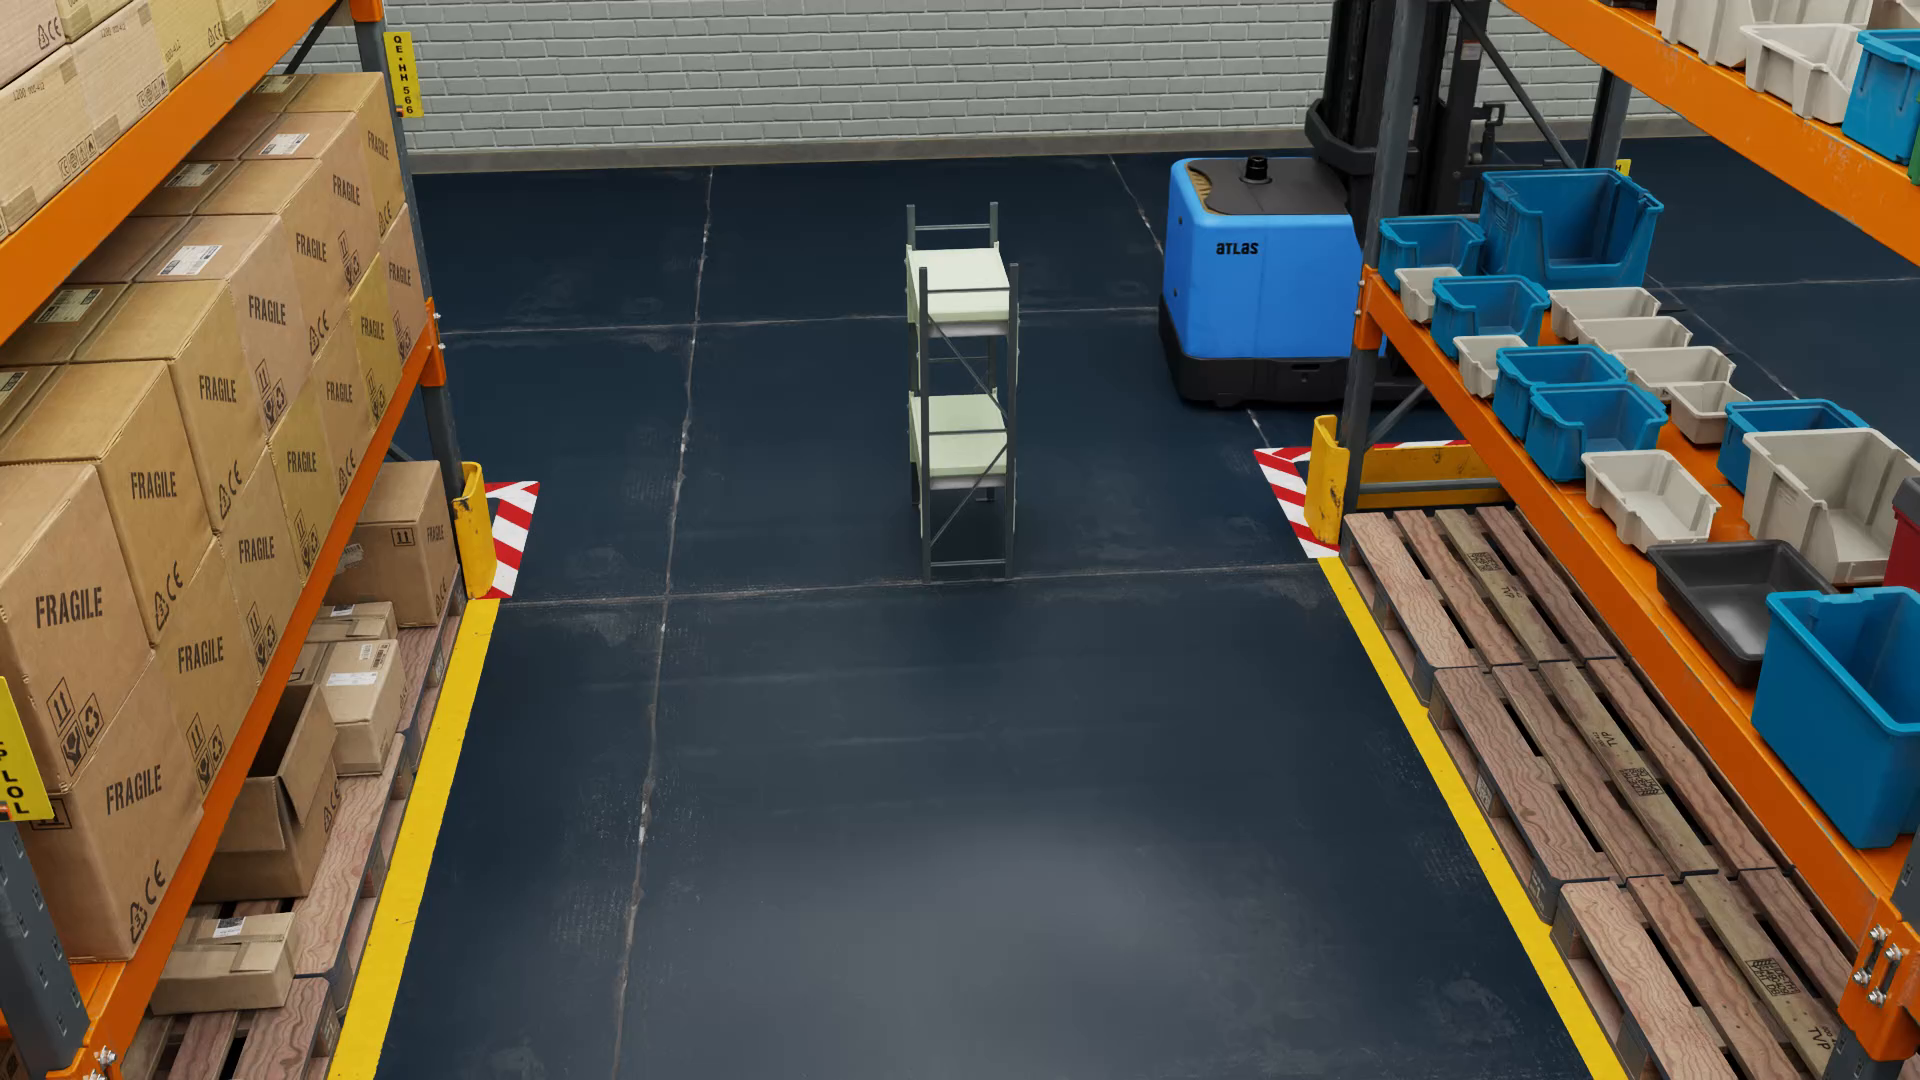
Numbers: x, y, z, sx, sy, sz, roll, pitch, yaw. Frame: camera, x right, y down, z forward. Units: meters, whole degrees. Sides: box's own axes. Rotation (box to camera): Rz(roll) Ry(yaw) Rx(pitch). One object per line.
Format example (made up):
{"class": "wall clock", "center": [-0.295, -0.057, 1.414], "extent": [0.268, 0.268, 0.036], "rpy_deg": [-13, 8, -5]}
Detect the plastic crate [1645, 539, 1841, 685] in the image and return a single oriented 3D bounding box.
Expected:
{"class": "plastic crate", "center": [2.251, 0.210, 4.682], "extent": [0.437, 0.125, 0.590], "rpy_deg": [-3, 31, -5]}

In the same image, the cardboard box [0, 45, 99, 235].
{"class": "cardboard box", "center": [-2.151, -0.827, 3.430], "extent": [0.500, 0.250, 0.500], "rpy_deg": [-3, 31, -5]}

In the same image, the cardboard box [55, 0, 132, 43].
{"class": "cardboard box", "center": [-2.191, -1.297, 3.730], "extent": [0.500, 0.250, 0.500], "rpy_deg": [-3, 31, -5]}

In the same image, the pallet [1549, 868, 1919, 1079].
{"class": "pallet", "center": [2.515, 1.500, 5.032], "extent": [1.003, 0.211, 1.213], "rpy_deg": [-3, 31, -5]}

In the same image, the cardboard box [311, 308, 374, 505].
{"class": "cardboard box", "center": [-2.277, -0.438, 5.460], "extent": [0.500, 0.500, 0.500], "rpy_deg": [-3, 31, -4]}

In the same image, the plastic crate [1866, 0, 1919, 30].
{"class": "plastic crate", "center": [2.689, -1.497, 4.663], "extent": [0.437, 0.136, 0.530], "rpy_deg": [-3, 31, -5]}

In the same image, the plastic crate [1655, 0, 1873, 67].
{"class": "plastic crate", "center": [2.149, -1.456, 4.453], "extent": [0.437, 0.282, 0.530], "rpy_deg": [-3, 31, -5]}

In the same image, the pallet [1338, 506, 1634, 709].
{"class": "pallet", "center": [2.287, 0.254, 7.118], "extent": [1.003, 0.211, 1.213], "rpy_deg": [-3, 31, -5]}

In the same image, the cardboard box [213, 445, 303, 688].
{"class": "cardboard box", "center": [-2.181, 0.079, 4.595], "extent": [0.500, 0.500, 0.500], "rpy_deg": [-3, 31, -5]}

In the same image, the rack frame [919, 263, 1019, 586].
{"class": "rack frame", "center": [0.035, -0.454, 7.047], "extent": [0.400, 1.500, 0.023], "rpy_deg": [-3, 31, -5]}

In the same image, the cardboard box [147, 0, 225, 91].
{"class": "cardboard box", "center": [-2.247, -1.337, 4.285], "extent": [0.500, 0.250, 0.500], "rpy_deg": [-3, 31, -5]}

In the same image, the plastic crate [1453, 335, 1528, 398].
{"class": "plastic crate", "center": [1.955, -0.622, 6.065], "extent": [0.250, 0.136, 0.298], "rpy_deg": [-3, 31, -5]}

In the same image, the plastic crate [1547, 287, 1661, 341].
{"class": "plastic crate", "center": [2.505, -0.870, 6.481], "extent": [0.396, 0.136, 0.243], "rpy_deg": [-3, 31, -5]}

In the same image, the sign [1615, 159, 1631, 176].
{"class": "sign", "center": [2.795, -1.470, 7.127], "extent": [0.100, 0.325, 0.005], "rpy_deg": [-3, 31, -5]}

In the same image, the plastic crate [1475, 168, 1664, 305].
{"class": "plastic crate", "center": [2.466, -1.244, 6.815], "extent": [0.616, 0.435, 0.499], "rpy_deg": [-3, 31, -5]}

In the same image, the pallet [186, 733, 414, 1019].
{"class": "pallet", "center": [-2.490, 1.134, 5.645], "extent": [1.003, 0.211, 1.213], "rpy_deg": [-3, 31, -5]}

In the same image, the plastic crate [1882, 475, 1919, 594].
{"class": "plastic crate", "center": [2.789, 0.156, 4.444], "extent": [0.402, 0.464, 0.583], "rpy_deg": [-3, 31, -5]}

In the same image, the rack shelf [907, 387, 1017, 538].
{"class": "rack shelf", "center": [0.001, -0.361, 7.527], "extent": [0.431, 0.370, 0.720], "rpy_deg": [-3, 31, -5]}

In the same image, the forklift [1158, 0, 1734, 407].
{"class": "forklift", "center": [2.676, -2.228, 8.621], "extent": [3.031, 2.935, 1.130], "rpy_deg": [-1, 31, -1]}

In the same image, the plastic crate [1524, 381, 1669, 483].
{"class": "plastic crate", "center": [2.095, -0.352, 5.519], "extent": [0.416, 0.233, 0.300], "rpy_deg": [-3, 31, -5]}

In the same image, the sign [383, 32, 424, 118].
{"class": "sign", "center": [-2.129, -1.779, 6.366], "extent": [0.100, 0.325, 0.005], "rpy_deg": [-3, 31, -5]}

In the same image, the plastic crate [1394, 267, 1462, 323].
{"class": "plastic crate", "center": [1.892, -0.969, 6.645], "extent": [0.250, 0.136, 0.298], "rpy_deg": [-3, 31, -5]}

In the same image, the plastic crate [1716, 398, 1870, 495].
{"class": "plastic crate", "center": [2.696, -0.283, 5.404], "extent": [0.416, 0.233, 0.300], "rpy_deg": [-3, 31, -5]}

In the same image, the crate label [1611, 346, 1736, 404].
{"class": "crate label", "center": [2.568, -0.581, 5.996], "extent": [0.396, 0.136, 0.243], "rpy_deg": [-3, 31, -5]}

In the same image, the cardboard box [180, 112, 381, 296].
{"class": "cardboard box", "center": [-2.320, -1.130, 5.645], "extent": [0.500, 0.500, 0.500], "rpy_deg": [-2, 31, -3]}

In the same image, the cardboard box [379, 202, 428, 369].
{"class": "cardboard box", "center": [-2.370, -0.957, 6.330], "extent": [0.500, 0.500, 0.500], "rpy_deg": [-2, 31, -3]}

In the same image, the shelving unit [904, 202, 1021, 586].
{"class": "shelving unit", "center": [0.001, -0.640, 7.360], "extent": [0.431, 1.500, 0.755], "rpy_deg": [-3, 31, -5]}

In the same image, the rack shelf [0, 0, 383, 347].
{"class": "rack shelf", "center": [-2.496, -1.088, 4.423], "extent": [1.077, 0.370, 4.000], "rpy_deg": [-3, 31, -5]}

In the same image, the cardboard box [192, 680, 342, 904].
{"class": "cardboard box", "center": [-2.490, 0.836, 5.431], "extent": [0.797, 0.503, 0.637], "rpy_deg": [-3, 31, -5]}

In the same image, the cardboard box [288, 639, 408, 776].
{"class": "cardboard box", "center": [-2.328, 0.614, 6.050], "extent": [0.500, 0.250, 0.500], "rpy_deg": [-3, 31, -5]}

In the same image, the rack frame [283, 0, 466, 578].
{"class": "rack frame", "center": [-2.683, -1.130, 6.717], "extent": [1.000, 3.000, 0.127], "rpy_deg": [-3, 31, -5]}

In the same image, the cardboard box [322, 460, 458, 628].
{"class": "cardboard box", "center": [-2.387, 0.020, 6.800], "extent": [0.500, 0.500, 0.500], "rpy_deg": [-3, 31, -5]}

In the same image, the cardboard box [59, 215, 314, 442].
{"class": "cardboard box", "center": [-2.219, -0.604, 4.763], "extent": [0.500, 0.500, 0.500], "rpy_deg": [-2, 31, -3]}

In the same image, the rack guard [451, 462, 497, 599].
{"class": "rack guard", "center": [-2.676, -0.018, 7.293], "extent": [1.175, 0.500, 0.348], "rpy_deg": [-3, 31, -5]}

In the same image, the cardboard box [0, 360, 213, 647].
{"class": "cardboard box", "center": [-2.122, -0.078, 3.882], "extent": [0.500, 0.500, 0.500], "rpy_deg": [-4, 31, -6]}

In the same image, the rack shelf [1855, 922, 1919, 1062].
{"class": "rack shelf", "center": [2.809, 2.007, 2.167], "extent": [1.077, 0.370, 4.000], "rpy_deg": [-3, 31, -5]}

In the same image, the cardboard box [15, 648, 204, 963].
{"class": "cardboard box", "center": [-2.086, 0.596, 3.730], "extent": [0.500, 0.500, 0.500], "rpy_deg": [-2, 31, -3]}

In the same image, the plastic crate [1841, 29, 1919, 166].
{"class": "plastic crate", "center": [2.220, -0.989, 3.718], "extent": [0.416, 0.233, 0.300], "rpy_deg": [-3, 31, -5]}

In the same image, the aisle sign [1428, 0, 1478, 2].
{"class": "aisle sign", "center": [1.946, -2.504, 6.482], "extent": [0.394, 0.787, 0.004], "rpy_deg": [-3, 31, -5]}
